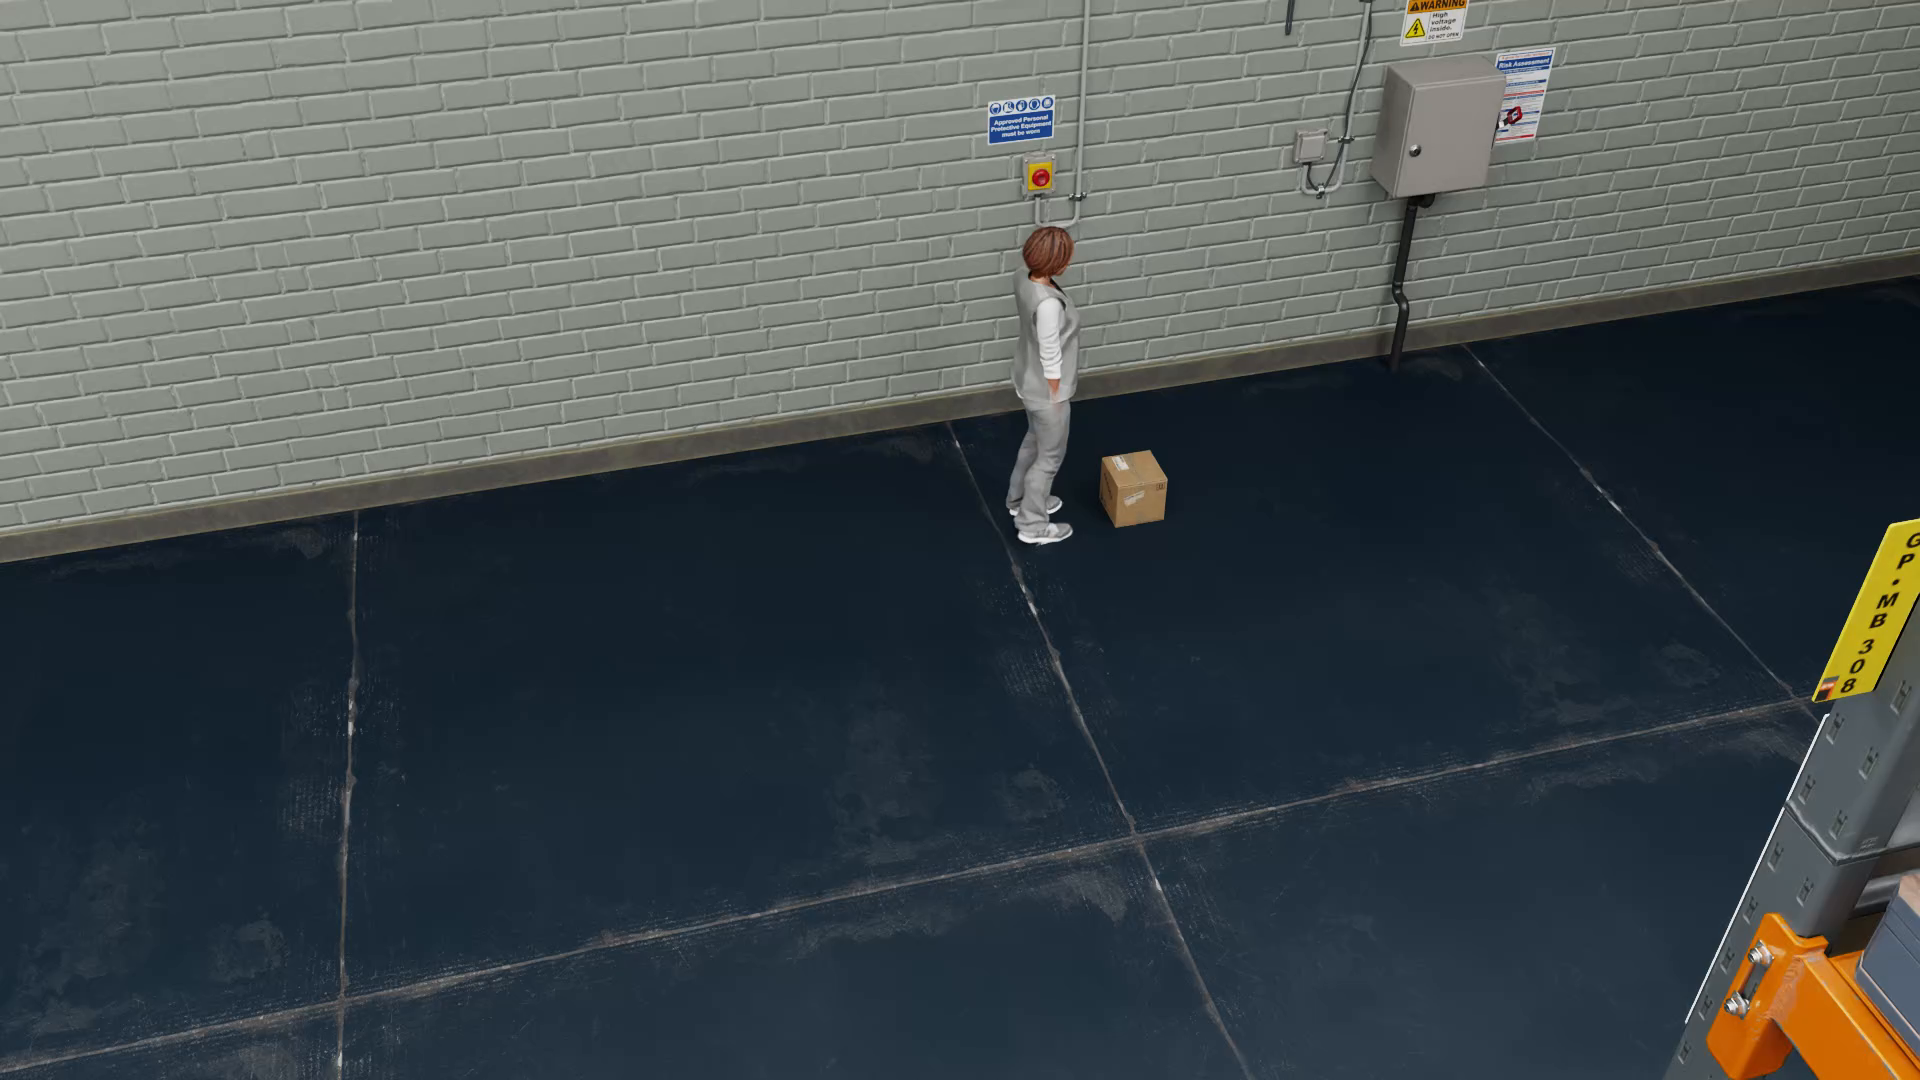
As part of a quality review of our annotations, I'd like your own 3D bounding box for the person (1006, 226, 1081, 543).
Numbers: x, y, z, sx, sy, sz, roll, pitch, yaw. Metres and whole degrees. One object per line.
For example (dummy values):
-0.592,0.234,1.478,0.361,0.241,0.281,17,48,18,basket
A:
0.378,-0.710,7.618,0.303,1.595,0.407,-9,40,-11,person
